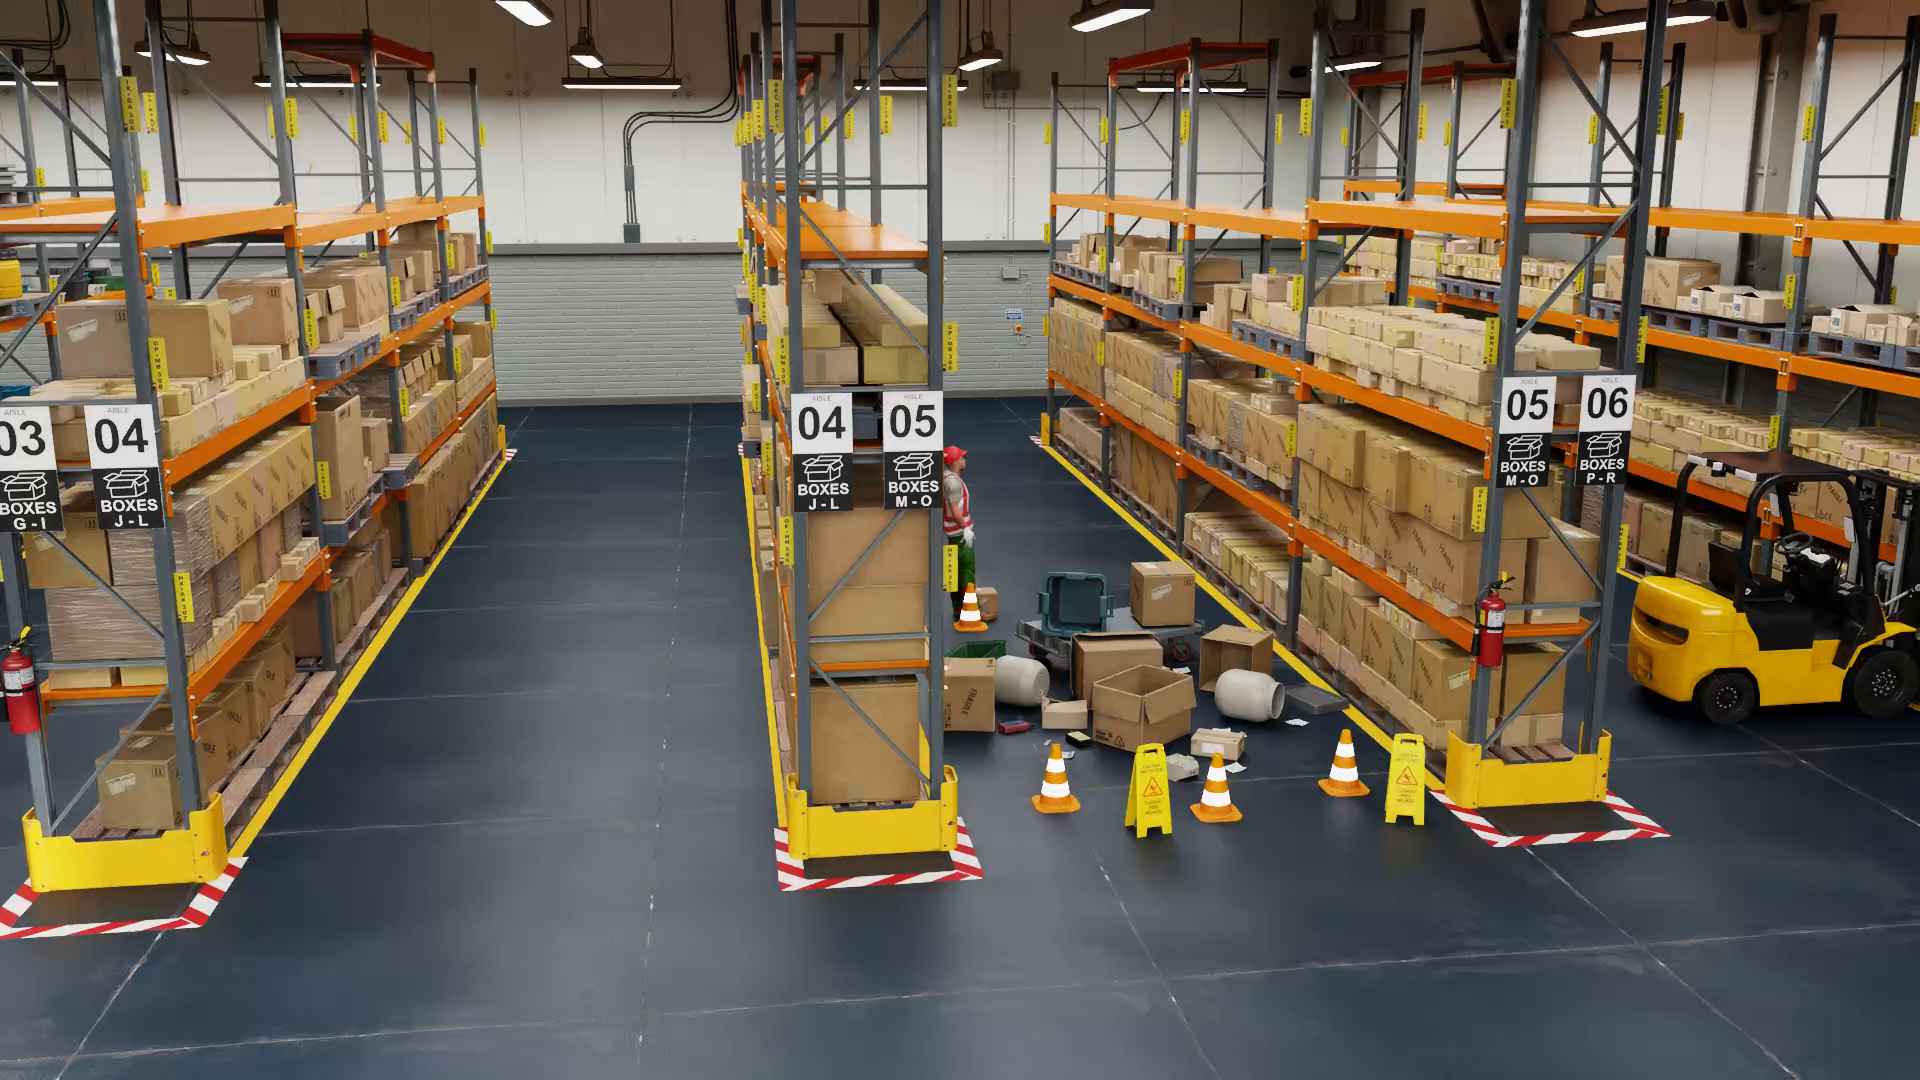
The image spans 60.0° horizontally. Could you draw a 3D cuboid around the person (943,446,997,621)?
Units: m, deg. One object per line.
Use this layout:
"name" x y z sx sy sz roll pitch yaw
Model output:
"person" 0.067 -0.090 17.278 0.564 1.788 0.624 -2 13 -8
